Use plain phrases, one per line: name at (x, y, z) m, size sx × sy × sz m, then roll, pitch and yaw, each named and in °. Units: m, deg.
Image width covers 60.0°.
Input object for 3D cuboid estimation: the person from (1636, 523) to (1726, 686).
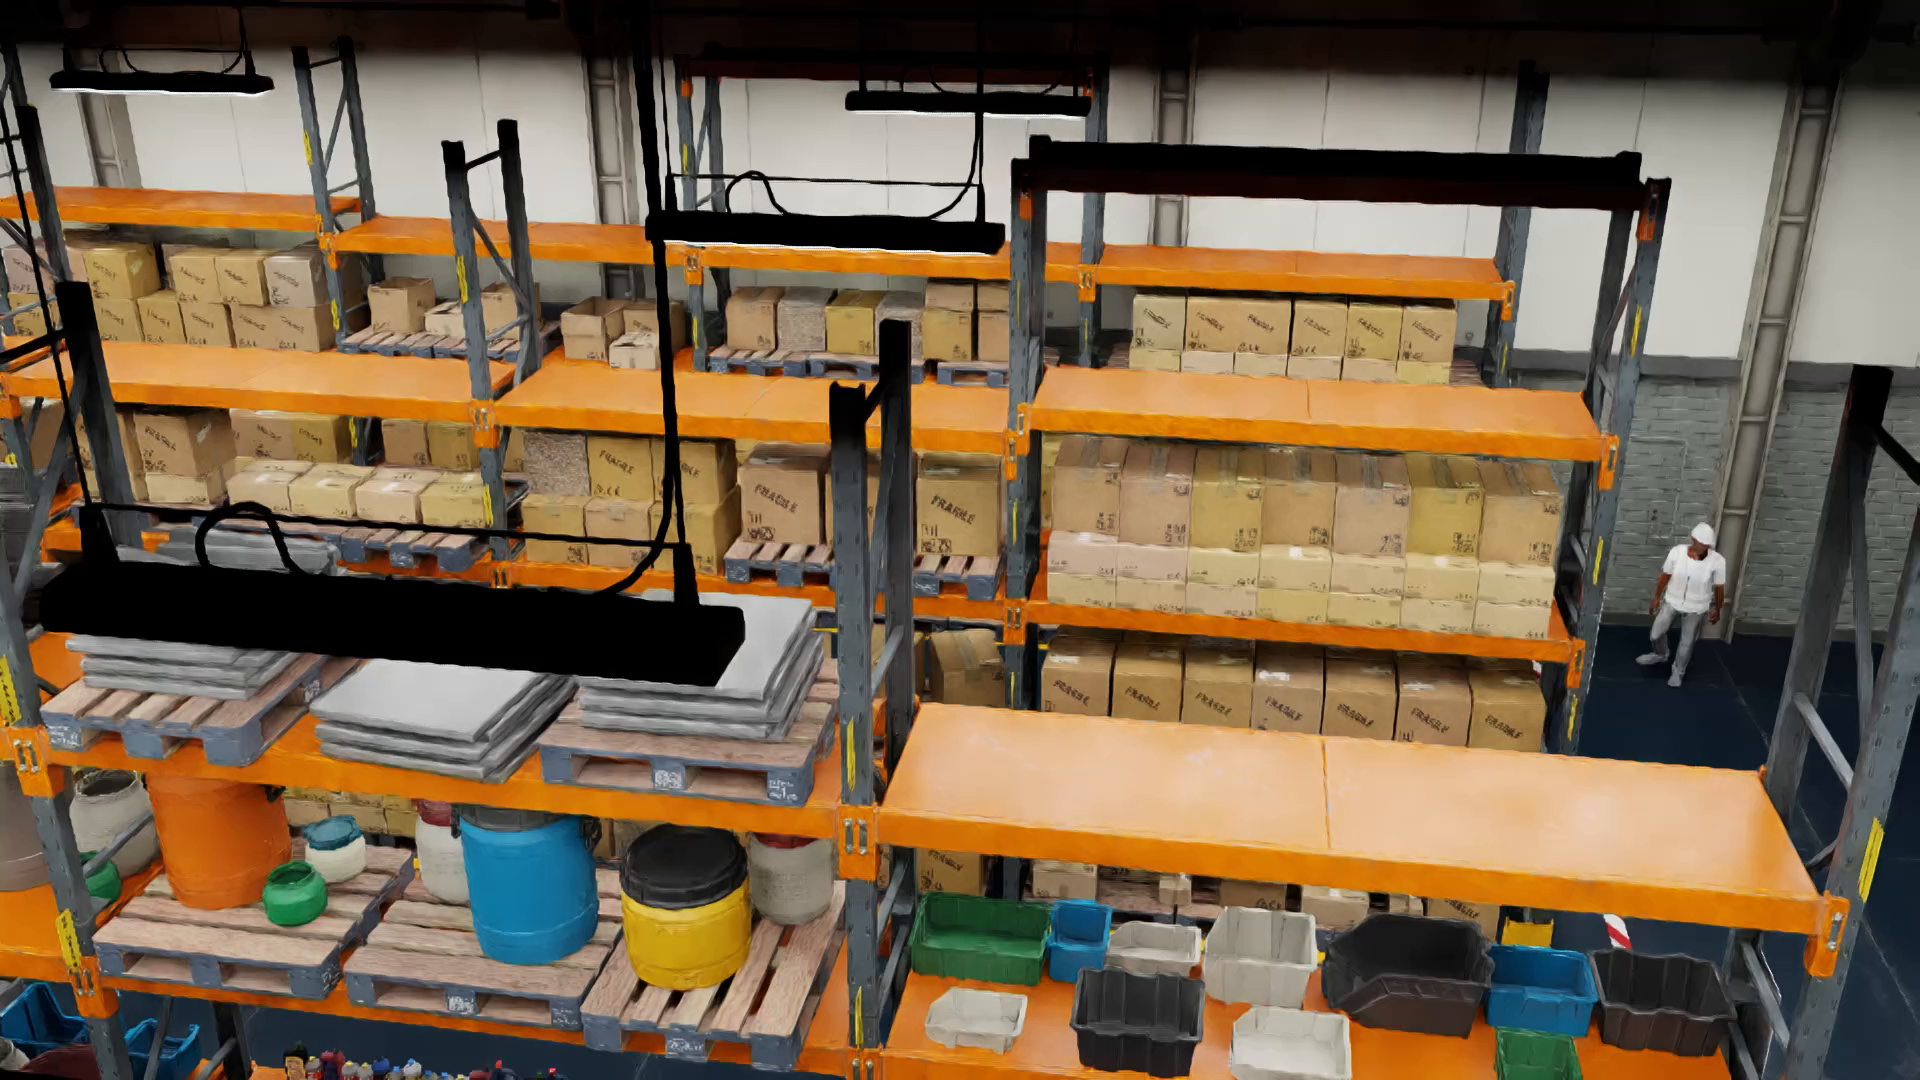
person at (7.228, 0.612, 16.629) m, size 0.720 × 1.761 × 0.464 m, roll 17°, pitch 28°, yaw 34°
